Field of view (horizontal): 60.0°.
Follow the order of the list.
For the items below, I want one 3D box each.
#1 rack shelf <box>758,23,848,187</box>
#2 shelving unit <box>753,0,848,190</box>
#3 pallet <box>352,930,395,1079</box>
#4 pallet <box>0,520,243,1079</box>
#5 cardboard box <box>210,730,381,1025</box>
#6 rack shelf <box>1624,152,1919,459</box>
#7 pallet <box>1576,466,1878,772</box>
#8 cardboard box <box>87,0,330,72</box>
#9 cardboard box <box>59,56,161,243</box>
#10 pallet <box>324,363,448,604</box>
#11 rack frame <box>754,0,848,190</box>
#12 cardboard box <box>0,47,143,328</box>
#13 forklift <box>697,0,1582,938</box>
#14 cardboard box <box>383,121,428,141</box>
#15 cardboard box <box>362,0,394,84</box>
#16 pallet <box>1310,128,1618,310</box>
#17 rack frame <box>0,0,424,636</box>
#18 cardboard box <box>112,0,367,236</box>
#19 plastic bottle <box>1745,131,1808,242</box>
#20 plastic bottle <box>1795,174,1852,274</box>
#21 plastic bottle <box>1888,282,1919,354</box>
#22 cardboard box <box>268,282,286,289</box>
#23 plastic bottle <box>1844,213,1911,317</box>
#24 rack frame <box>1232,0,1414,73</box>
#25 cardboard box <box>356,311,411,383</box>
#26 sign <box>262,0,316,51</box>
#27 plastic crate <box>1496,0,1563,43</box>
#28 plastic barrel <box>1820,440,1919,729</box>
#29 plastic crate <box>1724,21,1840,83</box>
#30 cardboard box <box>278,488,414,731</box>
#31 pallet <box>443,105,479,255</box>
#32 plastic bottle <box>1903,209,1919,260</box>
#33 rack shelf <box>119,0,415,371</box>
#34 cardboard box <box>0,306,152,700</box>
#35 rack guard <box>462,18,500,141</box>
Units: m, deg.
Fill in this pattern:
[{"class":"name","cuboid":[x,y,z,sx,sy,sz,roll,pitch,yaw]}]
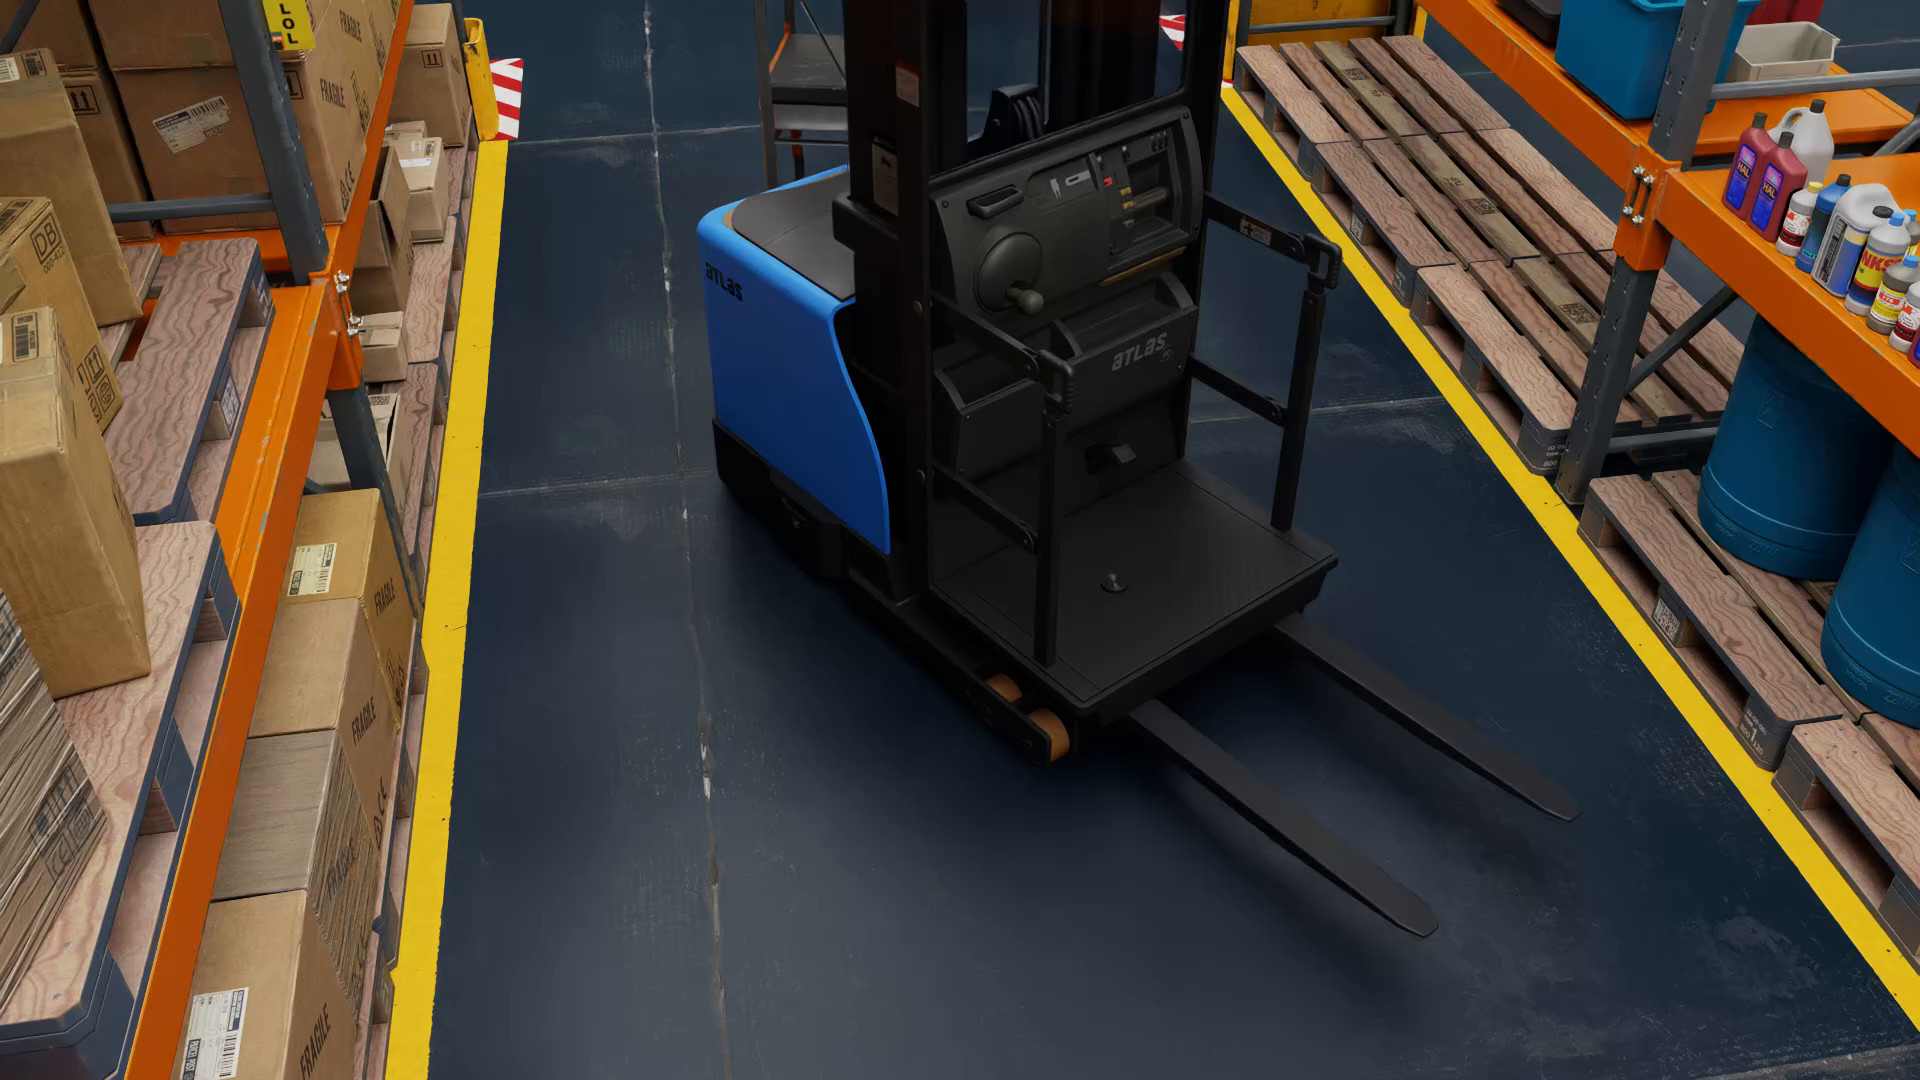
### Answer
[{"class":"rack shelf","cuboid":[-0.461,-1.525,6.023,0.431,0.518,0.480,3,38,4]},{"class":"shelving unit","cuboid":[-0.461,-1.535,6.015,0.431,2.100,0.503,3,38,4]},{"class":"pallet","cuboid":[-1.840,1.468,3.688,1.003,0.211,1.213,-6,38,-8]},{"class":"pallet","cuboid":[-1.881,0.459,2.871,1.003,0.211,1.213,-6,38,-8]},{"class":"cardboard box","cuboid":[-1.703,0.824,3.923,0.500,0.500,0.500,-6,38,-7]},{"class":"rack shelf","cuboid":[2.991,0.103,3.759,1.077,0.370,4.000,-6,38,-8]},{"class":"pallet","cuboid":[2.734,0.182,5.343,1.003,0.211,1.213,-6,38,-8]},{"class":"cardboard box","cuboid":[-2.043,-1.608,4.478,0.500,0.500,0.500,-5,38,-7]},{"class":"cardboard box","cuboid":[-2.577,-1.173,4.733,0.500,0.500,0.500,-6,38,-7]},{"class":"pallet","cuboid":[-2.357,-0.172,5.800,1.003,0.211,1.213,-6,38,-8]},{"class":"rack frame","cuboid":[-0.485,-1.387,5.823,0.400,2.100,0.015,3,38,4]},{"class":"cardboard box","cuboid":[-2.374,-0.754,3.852,0.700,0.500,0.500,-19,42,-23]},{"class":"forklift","cuboid":[0.453,-0.846,4.450,1.130,2.935,3.031,-27,45,-30]},{"class":"cardboard box","cuboid":[-2.618,-1.773,7.539,0.380,0.166,0.250,-6,38,-8]},{"class":"cardboard box","cuboid":[-2.237,-1.847,5.601,0.500,0.500,0.500,-6,38,-8]},{"class":"pallet","cuboid":[2.256,-1.467,7.466,1.003,0.211,1.213,-6,38,-8]},{"class":"rack frame","cuboid":[-2.237,-0.859,4.411,1.000,3.000,0.127,-6,38,-8]},{"class":"cardboard box","cuboid":[-2.058,-1.235,4.814,0.500,0.500,0.500,-5,38,-7]},{"class":"plastic bottle","cuboid":[2.308,-0.995,4.681,0.061,0.283,0.133,-6,38,-8]},{"class":"plastic bottle","cuboid":[2.363,-0.864,4.522,0.097,0.271,0.097,0,38,0]},{"class":"plastic bottle","cuboid":[2.438,-0.579,4.212,0.097,0.201,0.097,0,38,0]},{"class":"cardboard box","cuboid":[-2.748,-0.737,6.087,0.500,0.311,0.500,-6,38,-8]},{"class":"plastic bottle","cuboid":[2.404,-0.724,4.342,0.097,0.271,0.097,0,38,0]},{"class":"rack frame","cuboid":[1.939,-3.805,8.203,1.000,3.000,0.127,-6,38,-8]},{"class":"cardboard box","cuboid":[-2.259,-0.712,6.172,0.380,0.166,0.250,-6,38,-8]},{"class":"sign","cuboid":[-1.691,-1.378,4.135,0.100,0.325,0.005,-6,38,-8]},{"class":"plastic crate","cuboid":[2.179,-1.952,5.992,0.437,0.125,0.590,-6,38,-8]},{"class":"plastic barrel","cuboid":[2.843,0.032,4.632,0.600,0.901,0.708,-6,38,-8]},{"class":"plastic crate","cuboid":[2.699,-1.605,5.537,0.396,0.136,0.243,-6,38,-8]},{"class":"cardboard box","cuboid":[-1.868,0.222,4.698,0.500,0.500,0.500,-6,38,-8]},{"class":"pallet","cuboid":[-2.784,-1.646,7.697,1.003,0.211,1.213,-6,38,-8]},{"class":"plastic bottle","cuboid":[2.530,-0.794,4.489,0.097,0.201,0.097,0,38,0]},{"class":"rack shelf","cuboid":[-2.588,-1.783,6.186,1.077,0.370,4.000,-6,38,-8]},{"class":"cardboard box","cuboid":[-1.867,-0.004,2.886,0.700,0.500,0.500,-16,41,-19]},{"class":"rack guard","cuboid":[-2.925,-2.242,8.228,1.175,0.500,0.348,-6,38,-8]}]
